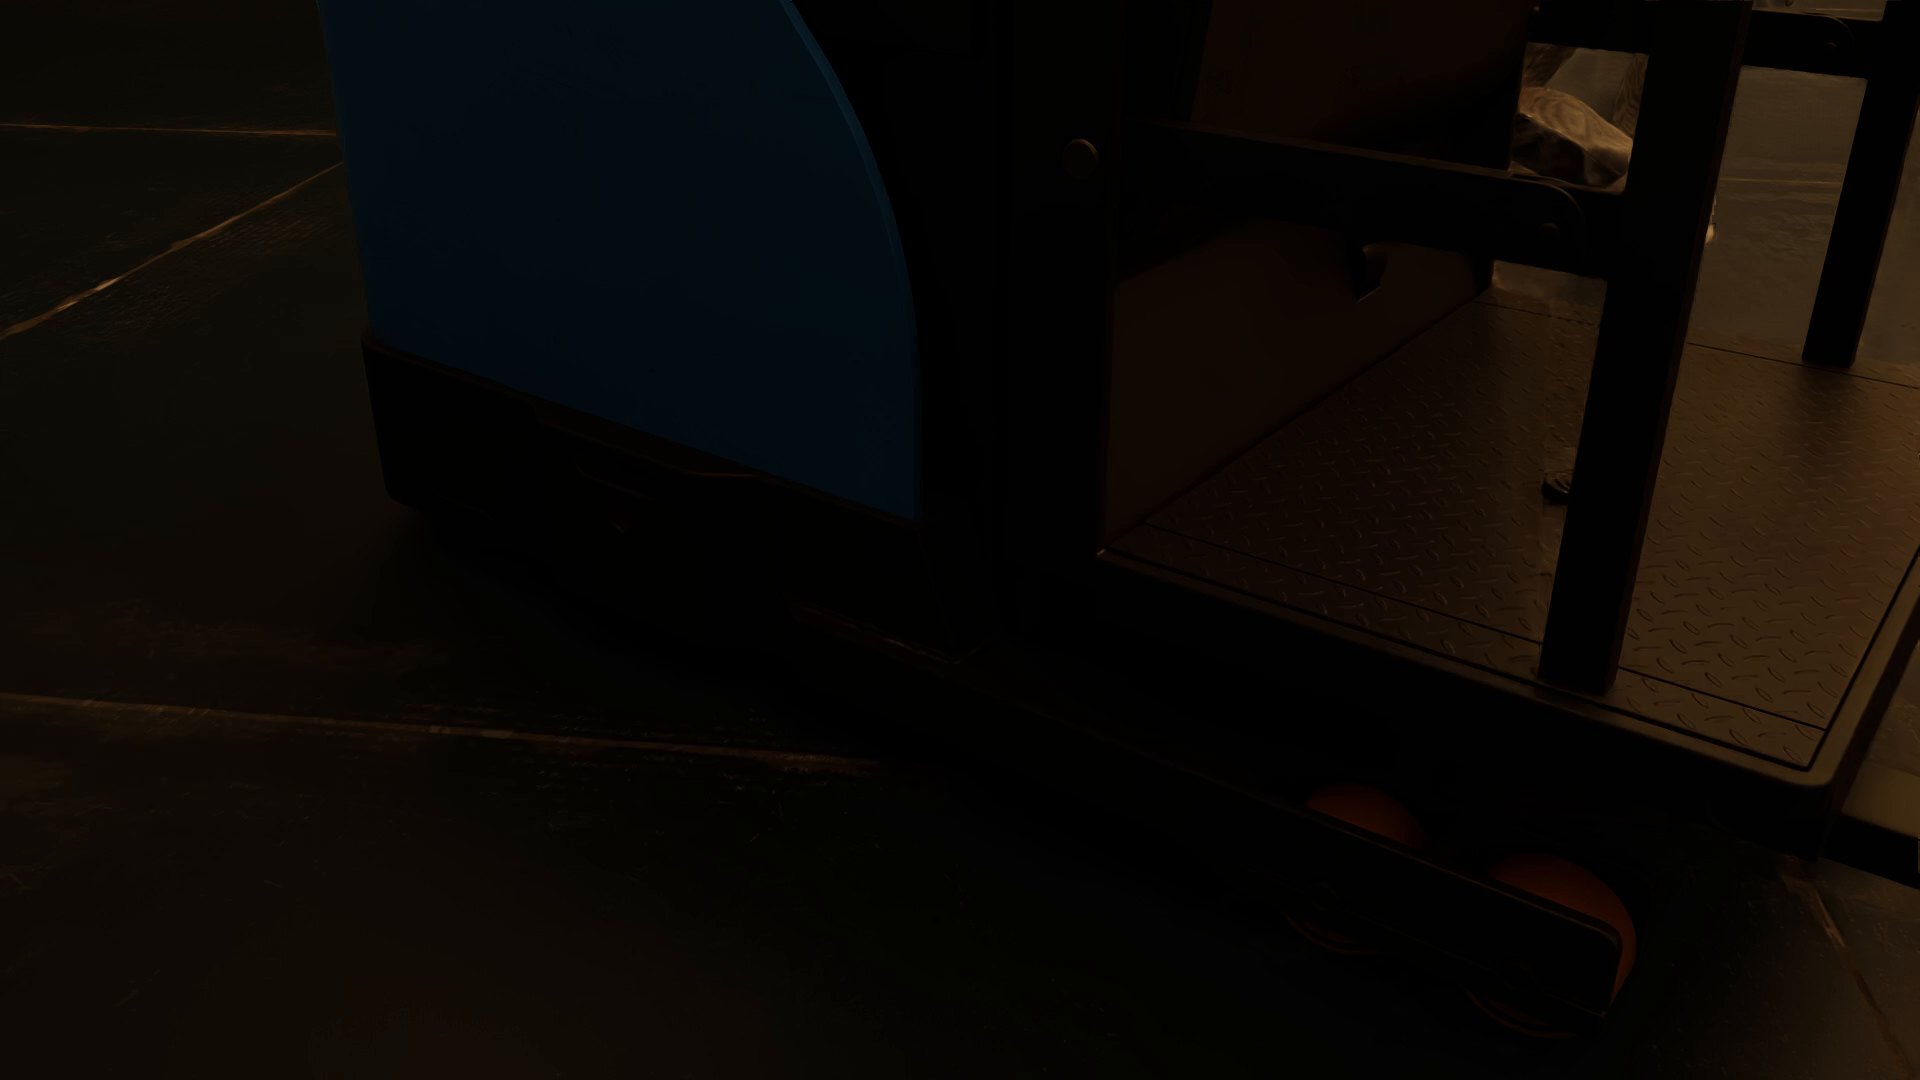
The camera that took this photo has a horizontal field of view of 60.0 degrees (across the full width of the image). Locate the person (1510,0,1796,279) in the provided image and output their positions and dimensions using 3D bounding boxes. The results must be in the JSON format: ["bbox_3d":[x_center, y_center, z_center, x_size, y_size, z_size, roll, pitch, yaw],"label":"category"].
[{"bbox_3d":[1.283,-1.220,3.238,1.241,1.542,0.714,-7,27,-13],"label":"person"}]

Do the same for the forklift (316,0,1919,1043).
[{"bbox_3d":[0.618,-1.115,1.451,3.031,2.935,1.130,18,32,32],"label":"forklift"}]
